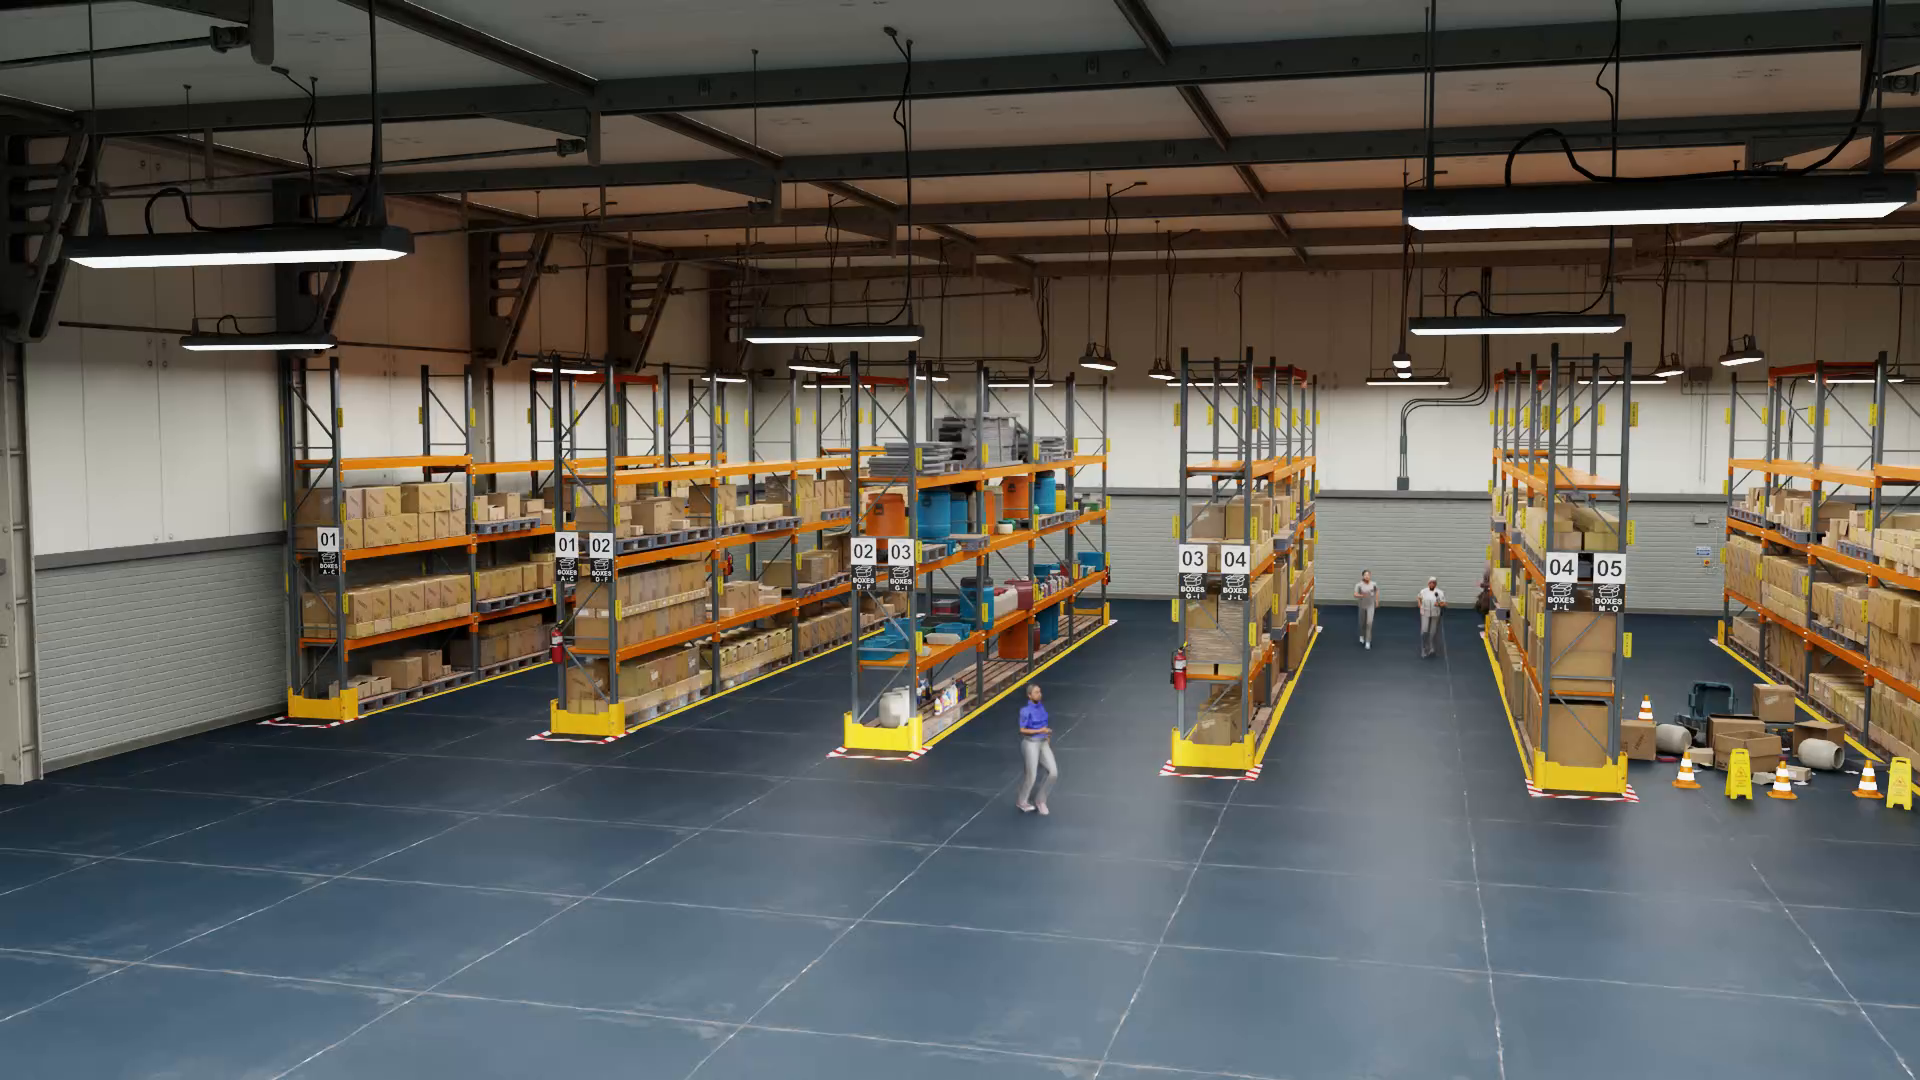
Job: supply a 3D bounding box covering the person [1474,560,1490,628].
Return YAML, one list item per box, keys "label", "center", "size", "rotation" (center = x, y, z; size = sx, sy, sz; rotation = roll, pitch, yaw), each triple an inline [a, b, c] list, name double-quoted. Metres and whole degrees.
- label: "person"
  center: [12.405, 1.279, 39.154]
  size: [0.558, 1.690, 0.916]
  rotation: [0, 4, 7]

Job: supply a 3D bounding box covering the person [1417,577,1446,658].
- label: "person"
  center: [9.867, 1.632, 34.823]
  size: [0.584, 1.727, 0.736]
  rotation: [1, 4, 16]

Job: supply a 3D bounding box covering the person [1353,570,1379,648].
- label: "person"
  center: [8.850, 1.485, 36.259]
  size: [0.560, 1.644, 0.967]
  rotation: [1, 4, 8]

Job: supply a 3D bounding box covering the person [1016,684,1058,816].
- label: "person"
  center: [0.981, 2.652, 20.937]
  size: [0.555, 1.683, 0.660]
  rotation: [-4, 6, -40]

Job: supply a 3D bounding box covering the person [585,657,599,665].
- label: "person"
  center: [-6.721, 1.882, 30.721]
  size: [0.705, 1.734, 0.628]
  rotation: [0, 4, 1]
